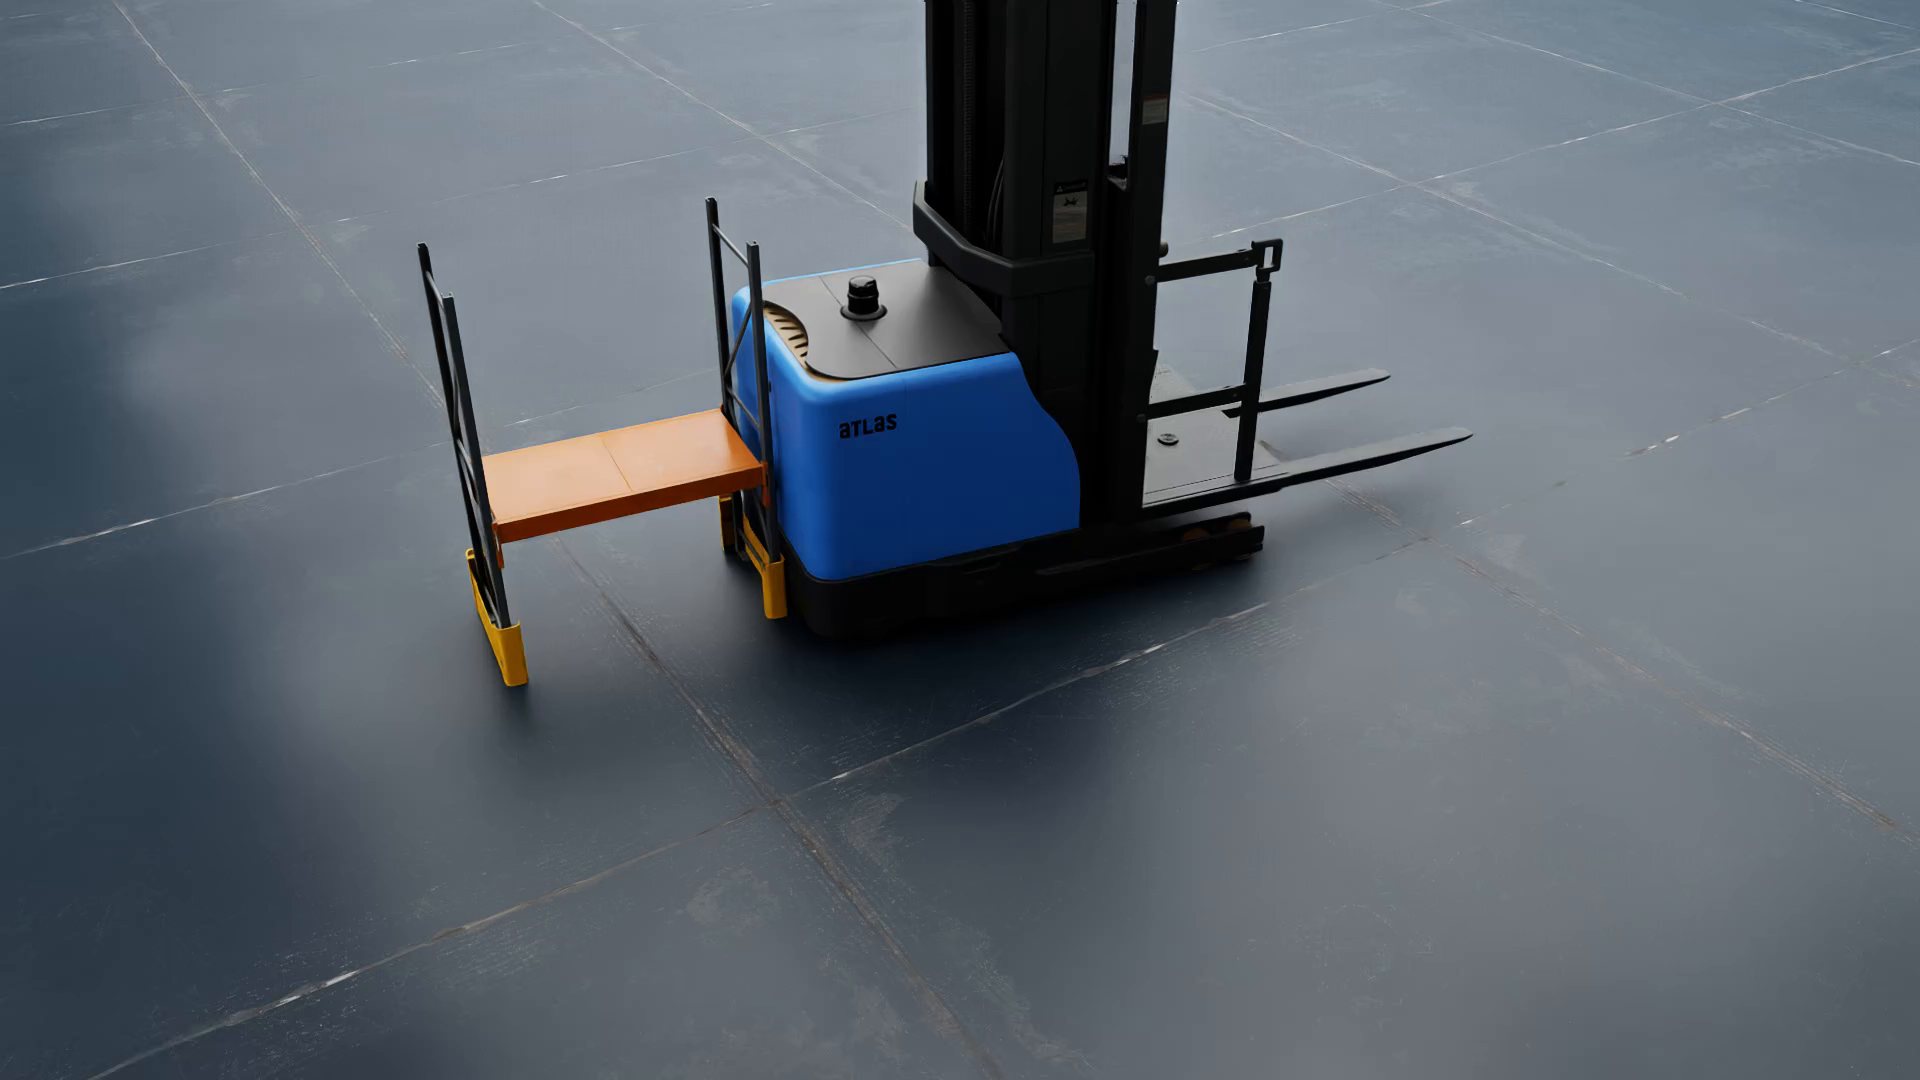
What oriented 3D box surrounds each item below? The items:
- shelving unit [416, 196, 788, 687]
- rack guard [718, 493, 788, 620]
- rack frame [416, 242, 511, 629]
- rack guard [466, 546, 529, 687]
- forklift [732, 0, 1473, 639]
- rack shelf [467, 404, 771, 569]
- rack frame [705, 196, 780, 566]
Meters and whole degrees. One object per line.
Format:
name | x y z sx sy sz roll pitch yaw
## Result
shelving unit | -1.267 -0.364 6.015 1.083 1.500 0.587 -14 35 -21
rack guard | -0.816 0.052 6.526 0.087 0.250 0.587 -14 35 -21
rack frame | -1.720 -0.252 5.836 0.032 1.500 0.500 -14 35 -21
rack guard | -1.718 0.277 6.170 0.087 0.250 0.587 -14 35 -21
forklift | 0.680 -1.366 6.262 3.031 2.935 1.130 -12 34 -19
rack shelf | -1.259 -0.214 6.114 1.000 0.185 0.538 -14 35 -21
rack frame | -0.798 -0.481 6.200 0.032 1.500 0.500 -14 35 -21
